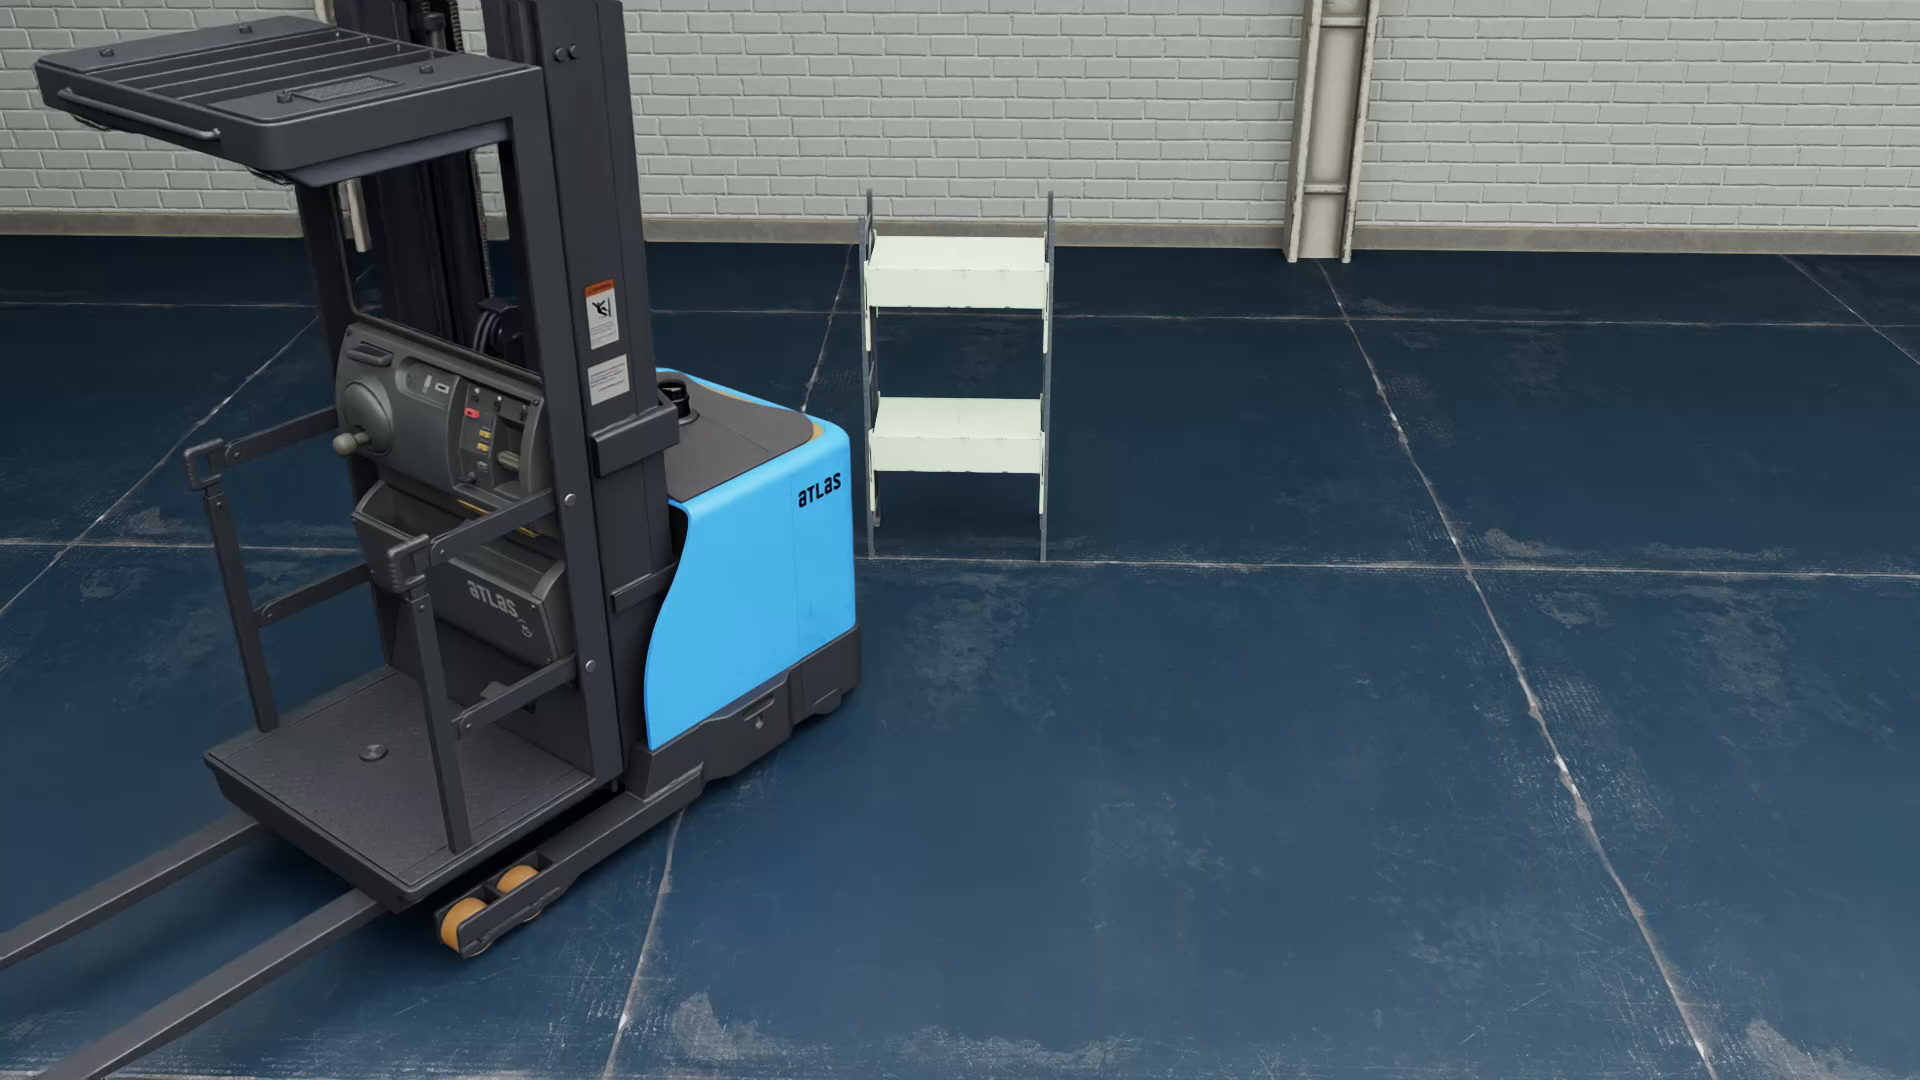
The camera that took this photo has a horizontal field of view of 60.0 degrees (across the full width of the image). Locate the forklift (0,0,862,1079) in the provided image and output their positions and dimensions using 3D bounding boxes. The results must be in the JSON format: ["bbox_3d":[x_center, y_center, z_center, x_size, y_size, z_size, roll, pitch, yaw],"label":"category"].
[{"bbox_3d":[-1.666,-0.327,4.737,1.130,2.935,3.031,20,34,33],"label":"forklift"}]

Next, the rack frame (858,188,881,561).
[{"bbox_3d":[-0.372,-0.669,6.910,0.023,1.500,0.400,1,28,2],"label":"rack frame"}]

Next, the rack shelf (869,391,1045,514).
[{"bbox_3d":[-0.007,-0.375,7.052,0.720,0.370,0.431,1,28,2],"label":"rack shelf"}]

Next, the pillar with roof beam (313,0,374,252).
[{"bbox_3d":[-3.856,-3.899,4.998,0.400,9.000,9.100,1,28,2],"label":"pillar with roof beam"}]

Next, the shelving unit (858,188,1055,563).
[{"bbox_3d":[-0.007,-0.663,6.899,0.755,1.500,0.431,1,28,2],"label":"shelving unit"}]

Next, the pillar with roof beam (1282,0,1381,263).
[{"bbox_3d":[2.140,-3.800,4.811,0.400,9.000,9.100,1,28,2],"label":"pillar with roof beam"}]

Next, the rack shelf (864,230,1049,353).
[{"bbox_3d":[-0.007,-1.008,6.716,0.720,0.370,0.431,1,28,2],"label":"rack shelf"}]

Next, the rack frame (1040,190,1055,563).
[{"bbox_3d":[0.359,-0.657,6.887,0.023,1.500,0.400,1,28,2],"label":"rack frame"}]
